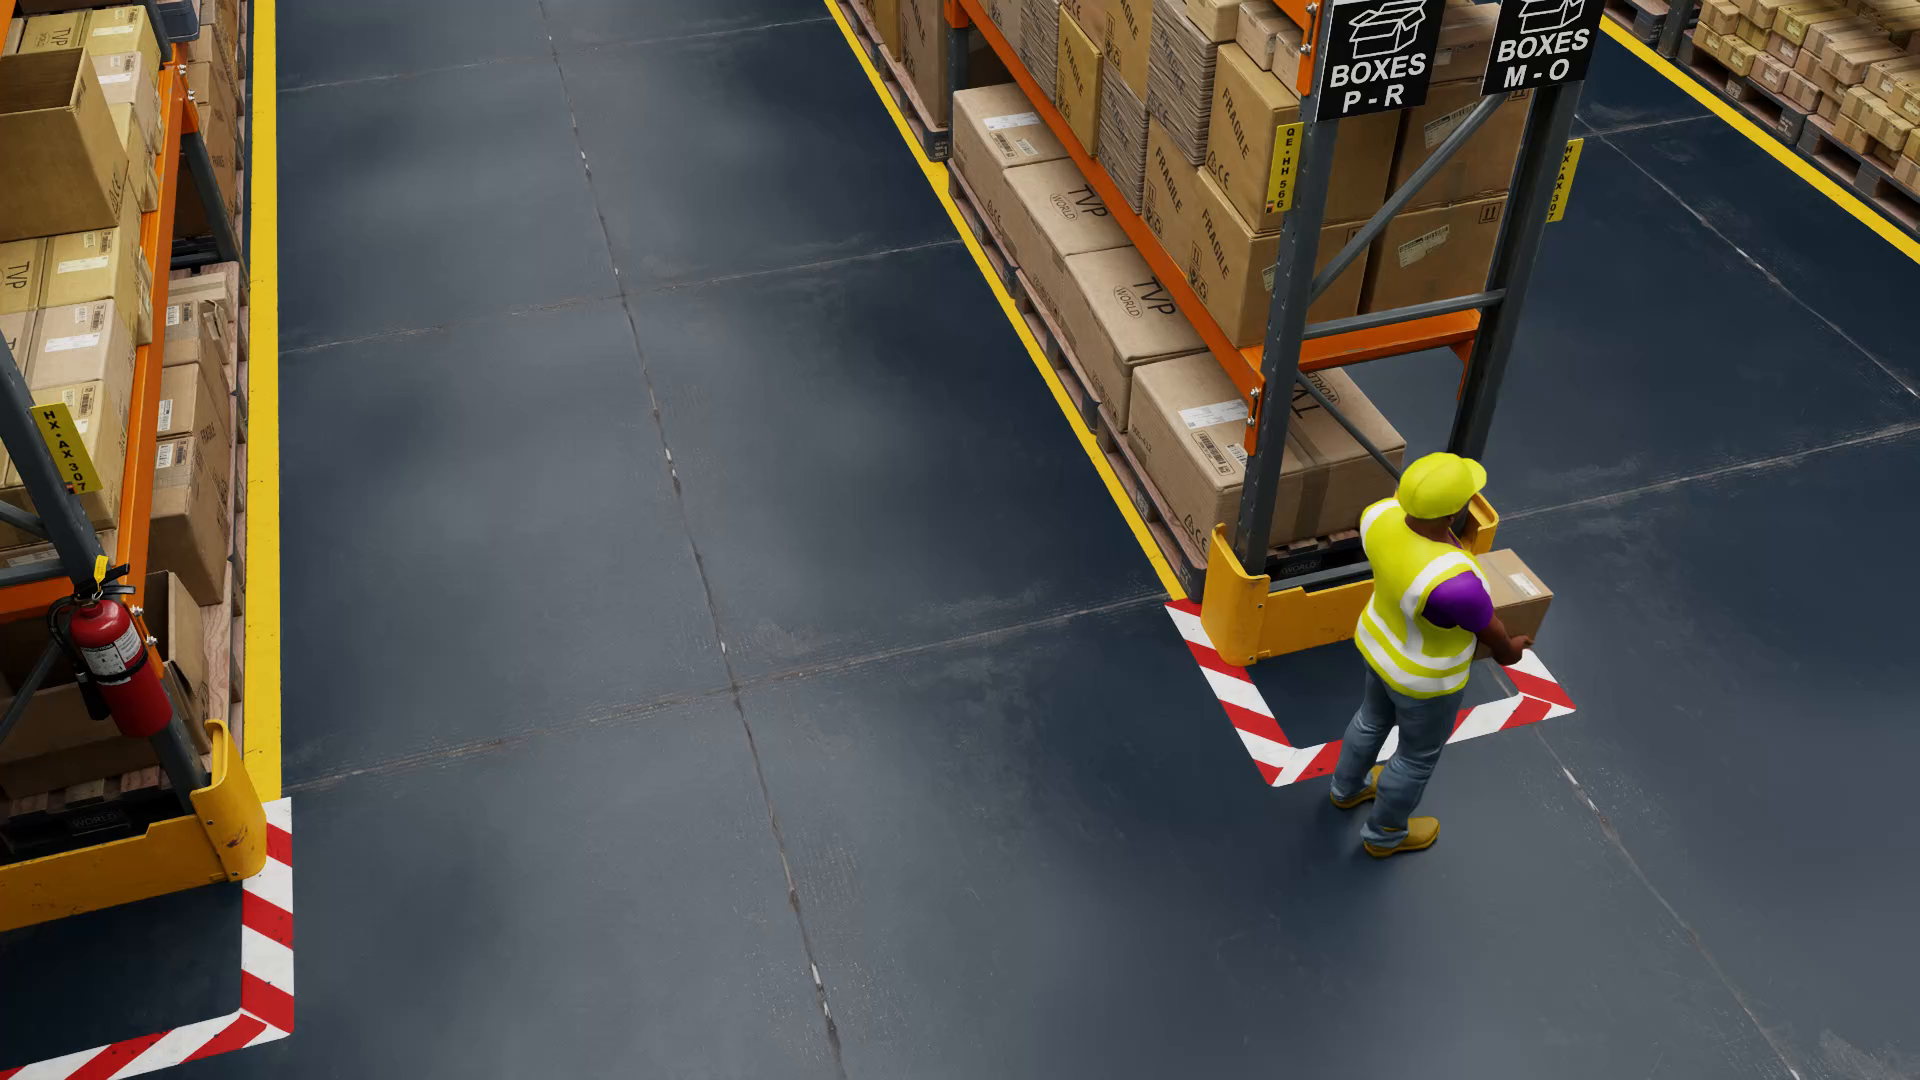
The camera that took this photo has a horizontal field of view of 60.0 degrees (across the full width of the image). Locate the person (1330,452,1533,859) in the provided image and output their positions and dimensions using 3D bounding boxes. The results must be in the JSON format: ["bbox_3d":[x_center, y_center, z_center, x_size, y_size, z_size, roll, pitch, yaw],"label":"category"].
[{"bbox_3d":[1.630,0.371,5.731,0.576,1.765,0.507,-15,44,-16],"label":"person"}]
